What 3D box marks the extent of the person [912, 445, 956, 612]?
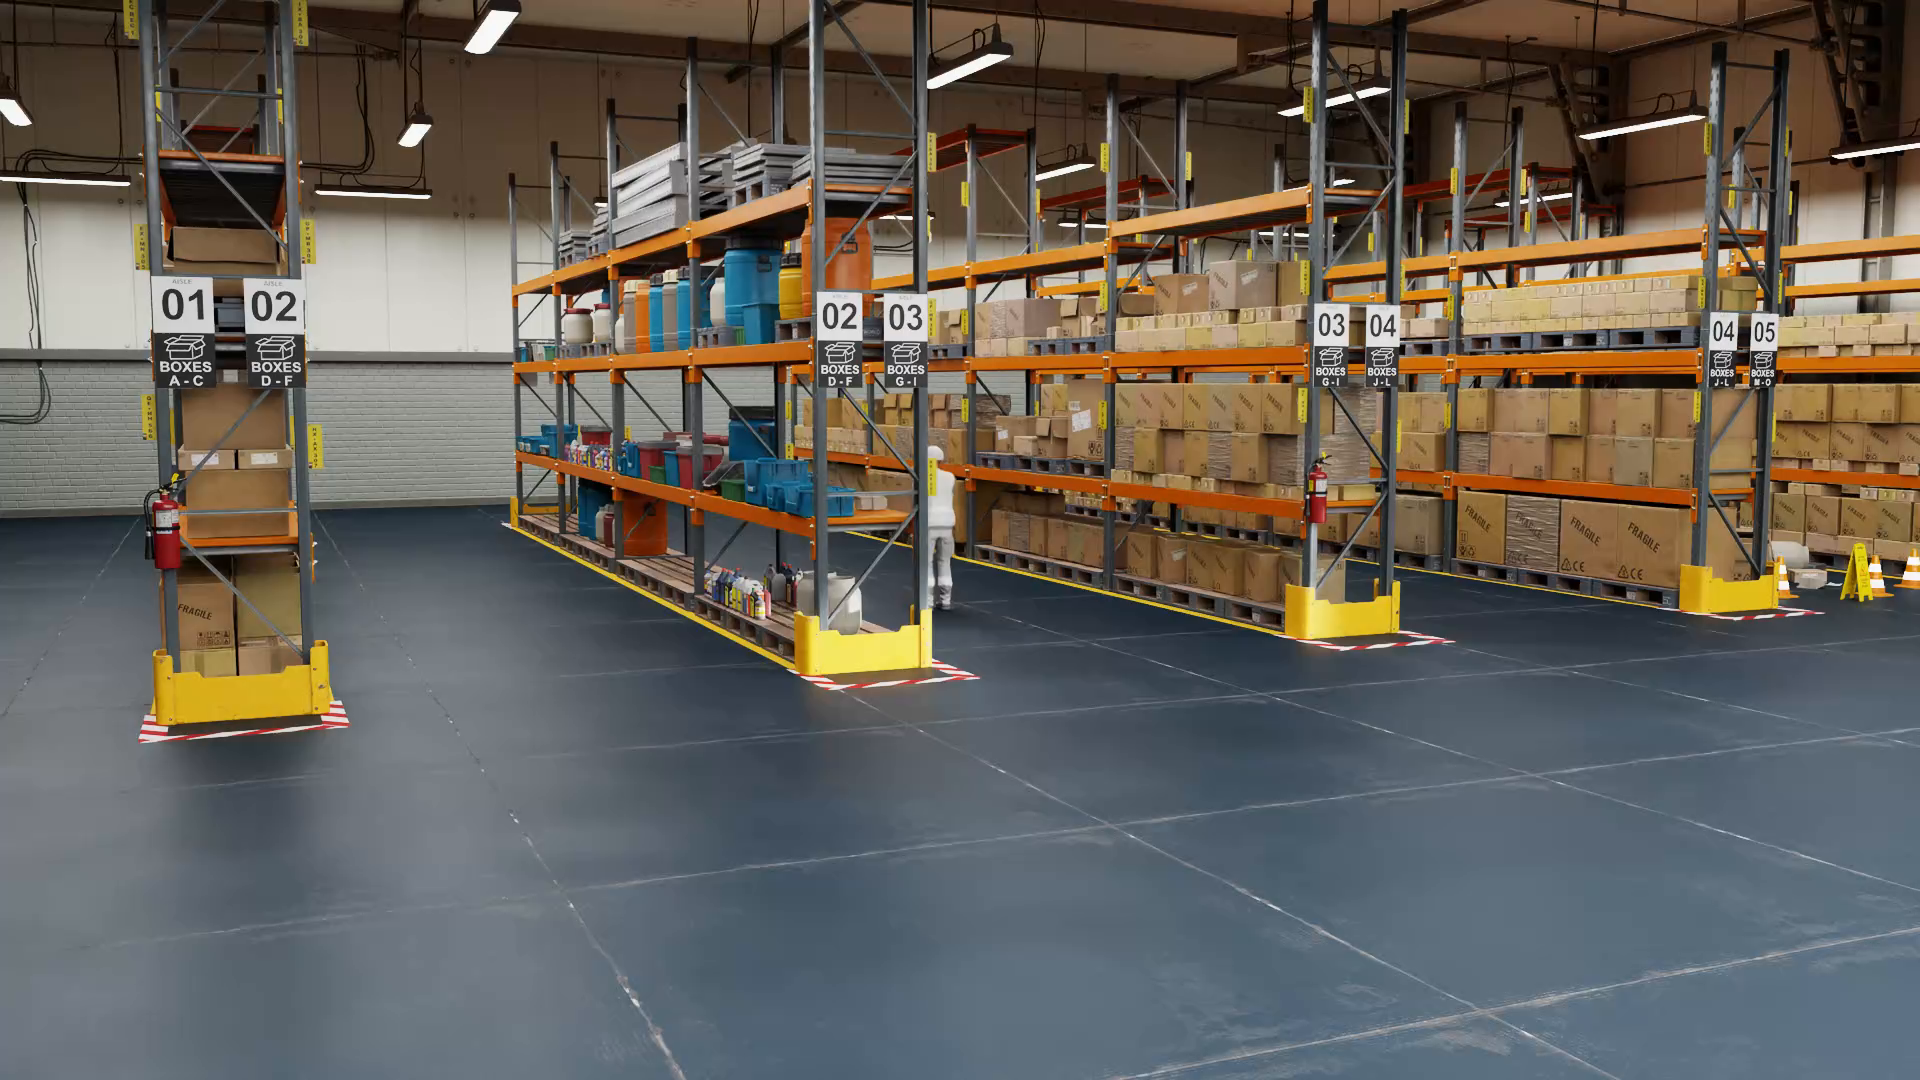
[{"bbox_3d":[-0.303,-0.136,18.043,0.474,1.785,0.566,-2,6,-25],"label":"person"}]
